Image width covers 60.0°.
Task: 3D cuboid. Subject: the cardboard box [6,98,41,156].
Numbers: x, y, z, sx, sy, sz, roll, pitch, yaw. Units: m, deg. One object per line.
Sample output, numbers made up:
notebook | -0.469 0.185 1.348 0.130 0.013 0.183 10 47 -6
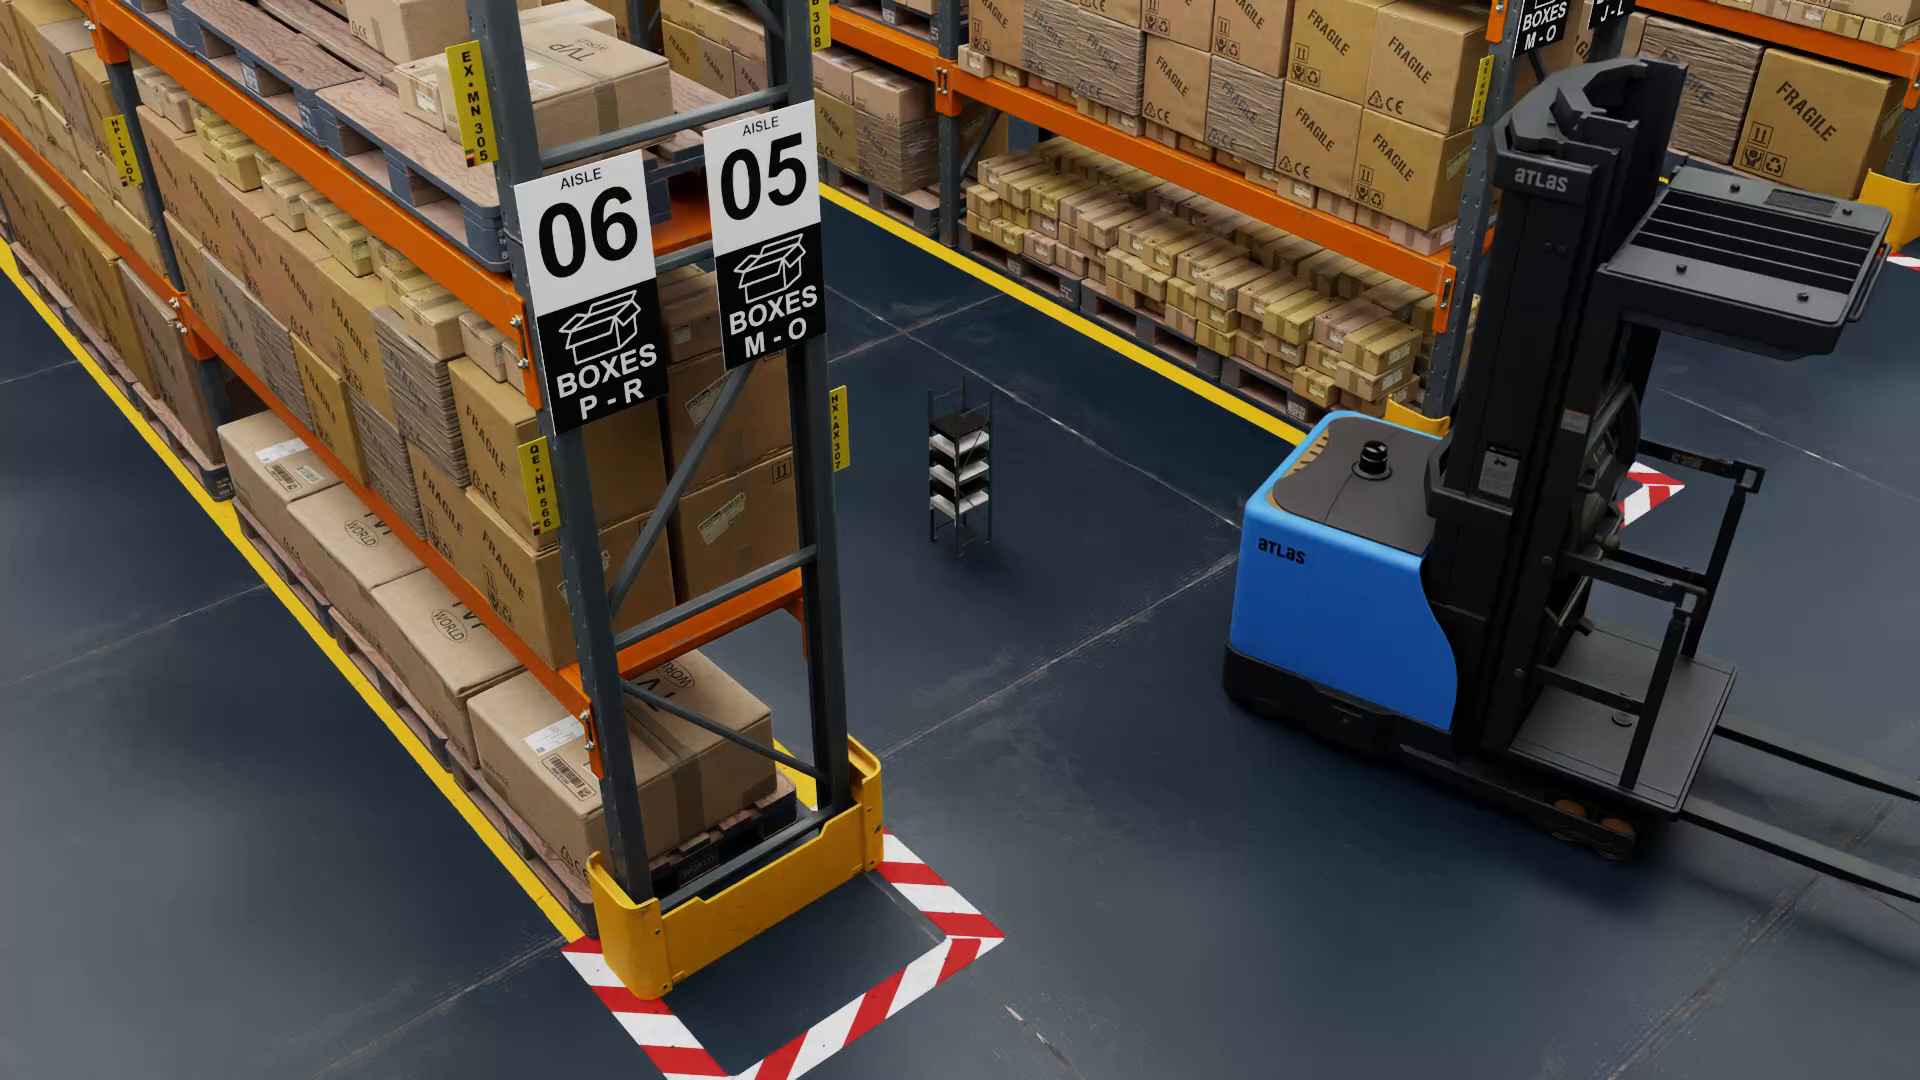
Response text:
cardboard box | -5.217 -2.497 9.711 0.500 0.250 0.500 -25 42 -30

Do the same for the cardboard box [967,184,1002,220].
cardboard box | 0.267 -2.297 11.144 0.380 0.149 0.250 -24 42 -30

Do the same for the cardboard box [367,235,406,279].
cardboard box | -1.901 -1.041 6.013 0.380 0.149 0.250 -26 43 -32

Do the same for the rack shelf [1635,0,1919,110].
rack shelf | 5.422 -4.075 12.433 1.077 0.370 4.000 -26 43 -32

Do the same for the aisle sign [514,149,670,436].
aisle sign | -1.048 -0.703 4.799 0.394 0.787 0.004 -26 43 -32

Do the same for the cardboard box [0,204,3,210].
cardboard box | -6.377 -2.674 11.742 0.950 0.372 0.625 -29 45 -35

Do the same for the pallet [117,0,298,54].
pallet | -2.919 -2.379 6.896 1.003 0.211 1.213 -26 43 -32

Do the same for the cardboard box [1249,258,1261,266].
cardboard box | 1.825 -1.694 10.293 0.380 0.149 0.250 -24 42 -30

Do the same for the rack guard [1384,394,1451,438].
rack guard | 2.810 -0.694 9.199 1.175 0.500 0.348 -26 43 -32

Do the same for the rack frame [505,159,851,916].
rack frame | -0.857 0.210 5.759 1.000 3.000 0.127 -26 43 -32

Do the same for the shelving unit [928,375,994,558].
shelving unit | 0.005 -0.364 8.386 0.258 0.900 0.210 -26 43 -32

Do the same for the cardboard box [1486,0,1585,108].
cardboard box | 2.772 -2.548 8.445 0.500 0.500 0.500 -26 43 -32

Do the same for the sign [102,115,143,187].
sign | -3.847 -1.789 7.649 0.100 0.325 0.005 -26 43 -32

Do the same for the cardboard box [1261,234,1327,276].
cardboard box | 2.051 -1.730 10.087 0.380 0.149 0.250 -24 42 -30

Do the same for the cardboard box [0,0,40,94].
cardboard box | -4.916 -2.788 9.041 0.500 0.500 0.500 -25 42 -31

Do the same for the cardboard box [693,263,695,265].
cardboard box | -1.178 -1.010 5.969 0.380 0.149 0.250 -25 42 -30

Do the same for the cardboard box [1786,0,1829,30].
cardboard box | 5.901 -3.644 11.418 0.380 0.149 0.250 -26 43 -32

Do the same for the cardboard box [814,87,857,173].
cardboard box | -0.723 -3.057 12.172 0.500 0.500 0.500 -27 43 -33

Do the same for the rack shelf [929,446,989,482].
rack shelf | 0.005 -0.410 8.353 0.258 0.077 0.200 -26 43 -32

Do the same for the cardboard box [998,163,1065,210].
cardboard box | 0.474 -2.324 10.926 0.380 0.149 0.250 -24 42 -30

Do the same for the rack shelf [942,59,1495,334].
rack shelf | 1.568 -2.270 9.883 1.077 0.370 4.000 -26 43 -32

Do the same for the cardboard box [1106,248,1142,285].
cardboard box | 1.130 -1.739 10.357 0.380 0.149 0.250 -26 43 -32

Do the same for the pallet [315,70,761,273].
pallet | -1.344 -1.301 5.375 1.003 0.211 1.213 -26 43 -32

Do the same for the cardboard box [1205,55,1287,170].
cardboard box | 1.709 -2.395 9.093 0.500 0.500 0.500 -26 43 -32

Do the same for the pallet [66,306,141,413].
pallet | -4.786 -1.269 10.261 1.003 0.211 1.213 -26 43 -32

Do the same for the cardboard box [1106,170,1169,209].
cardboard box | 1.175 -2.288 10.876 0.380 0.149 0.250 -25 42 -30

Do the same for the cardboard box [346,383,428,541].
cardboard box | -2.023 -0.395 6.528 0.500 0.500 0.500 -25 42 -31

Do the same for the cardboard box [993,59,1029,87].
cardboard box | 0.434 -3.011 10.524 0.380 0.149 0.250 -25 42 -31

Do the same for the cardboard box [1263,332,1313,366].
cardboard box | 1.964 -1.165 9.547 0.380 0.149 0.250 -28 44 -33

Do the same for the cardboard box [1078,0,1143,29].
cardboard box | 1.030 -3.270 9.463 0.500 0.500 0.500 -25 42 -31

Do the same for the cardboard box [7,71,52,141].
cardboard box | -4.919 -2.467 9.236 0.500 0.250 0.500 -25 42 -31

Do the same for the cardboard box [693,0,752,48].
cardboard box | -1.716 -4.051 12.927 0.500 0.250 0.500 -27 43 -32

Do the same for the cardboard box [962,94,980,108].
cardboard box | 0.003 -3.329 11.907 0.500 0.250 0.500 -28 44 -34

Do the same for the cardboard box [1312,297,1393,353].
cardboard box | 2.205 -1.203 9.343 0.380 0.149 0.250 -25 42 -31

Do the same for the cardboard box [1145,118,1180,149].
cardboard box | 1.306 -2.433 9.708 0.380 0.149 0.250 -24 42 -30

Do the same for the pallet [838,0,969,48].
pallet | -0.104 -3.760 11.531 1.003 0.211 1.213 -26 43 -32

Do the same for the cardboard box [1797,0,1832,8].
cardboard box | 5.871 -3.885 11.414 0.500 0.250 0.500 -27 43 -33

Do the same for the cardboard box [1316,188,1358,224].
cardboard box | 2.127 -1.846 8.879 0.380 0.149 0.250 -26 43 -32

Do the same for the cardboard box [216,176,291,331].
cardboard box | -2.673 -1.248 6.867 0.500 0.500 0.500 -25 42 -31

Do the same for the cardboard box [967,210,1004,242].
cardboard box | 0.267 -2.174 11.229 0.380 0.149 0.250 -28 44 -34

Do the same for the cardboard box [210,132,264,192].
cardboard box | -2.795 -1.568 6.757 0.380 0.149 0.250 -27 44 -33

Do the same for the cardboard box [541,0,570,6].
cardboard box | -3.195 -5.153 14.915 1.050 0.750 0.750 -25 42 -31

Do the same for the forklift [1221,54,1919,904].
forklift | 2.709 -0.242 6.458 3.031 2.935 1.130 21 40 26

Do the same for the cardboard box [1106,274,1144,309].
cardboard box | 1.135 -1.616 10.441 0.380 0.149 0.250 -27 44 -33

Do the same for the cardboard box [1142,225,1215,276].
cardboard box | 1.331 -1.769 10.141 0.380 0.149 0.250 -26 43 -32

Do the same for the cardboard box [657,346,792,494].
cardboard box | -0.949 -0.557 5.890 0.500 0.500 0.500 -27 43 -33

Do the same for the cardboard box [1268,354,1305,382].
cardboard box | 2.012 -1.068 9.667 0.380 0.149 0.250 -26 43 -32

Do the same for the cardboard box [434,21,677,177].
cardboard box | -1.216 -1.330 5.018 0.500 0.250 0.500 30 45 35

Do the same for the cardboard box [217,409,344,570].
cardboard box | -3.115 -0.364 8.424 0.875 0.438 0.875 -27 43 -32
